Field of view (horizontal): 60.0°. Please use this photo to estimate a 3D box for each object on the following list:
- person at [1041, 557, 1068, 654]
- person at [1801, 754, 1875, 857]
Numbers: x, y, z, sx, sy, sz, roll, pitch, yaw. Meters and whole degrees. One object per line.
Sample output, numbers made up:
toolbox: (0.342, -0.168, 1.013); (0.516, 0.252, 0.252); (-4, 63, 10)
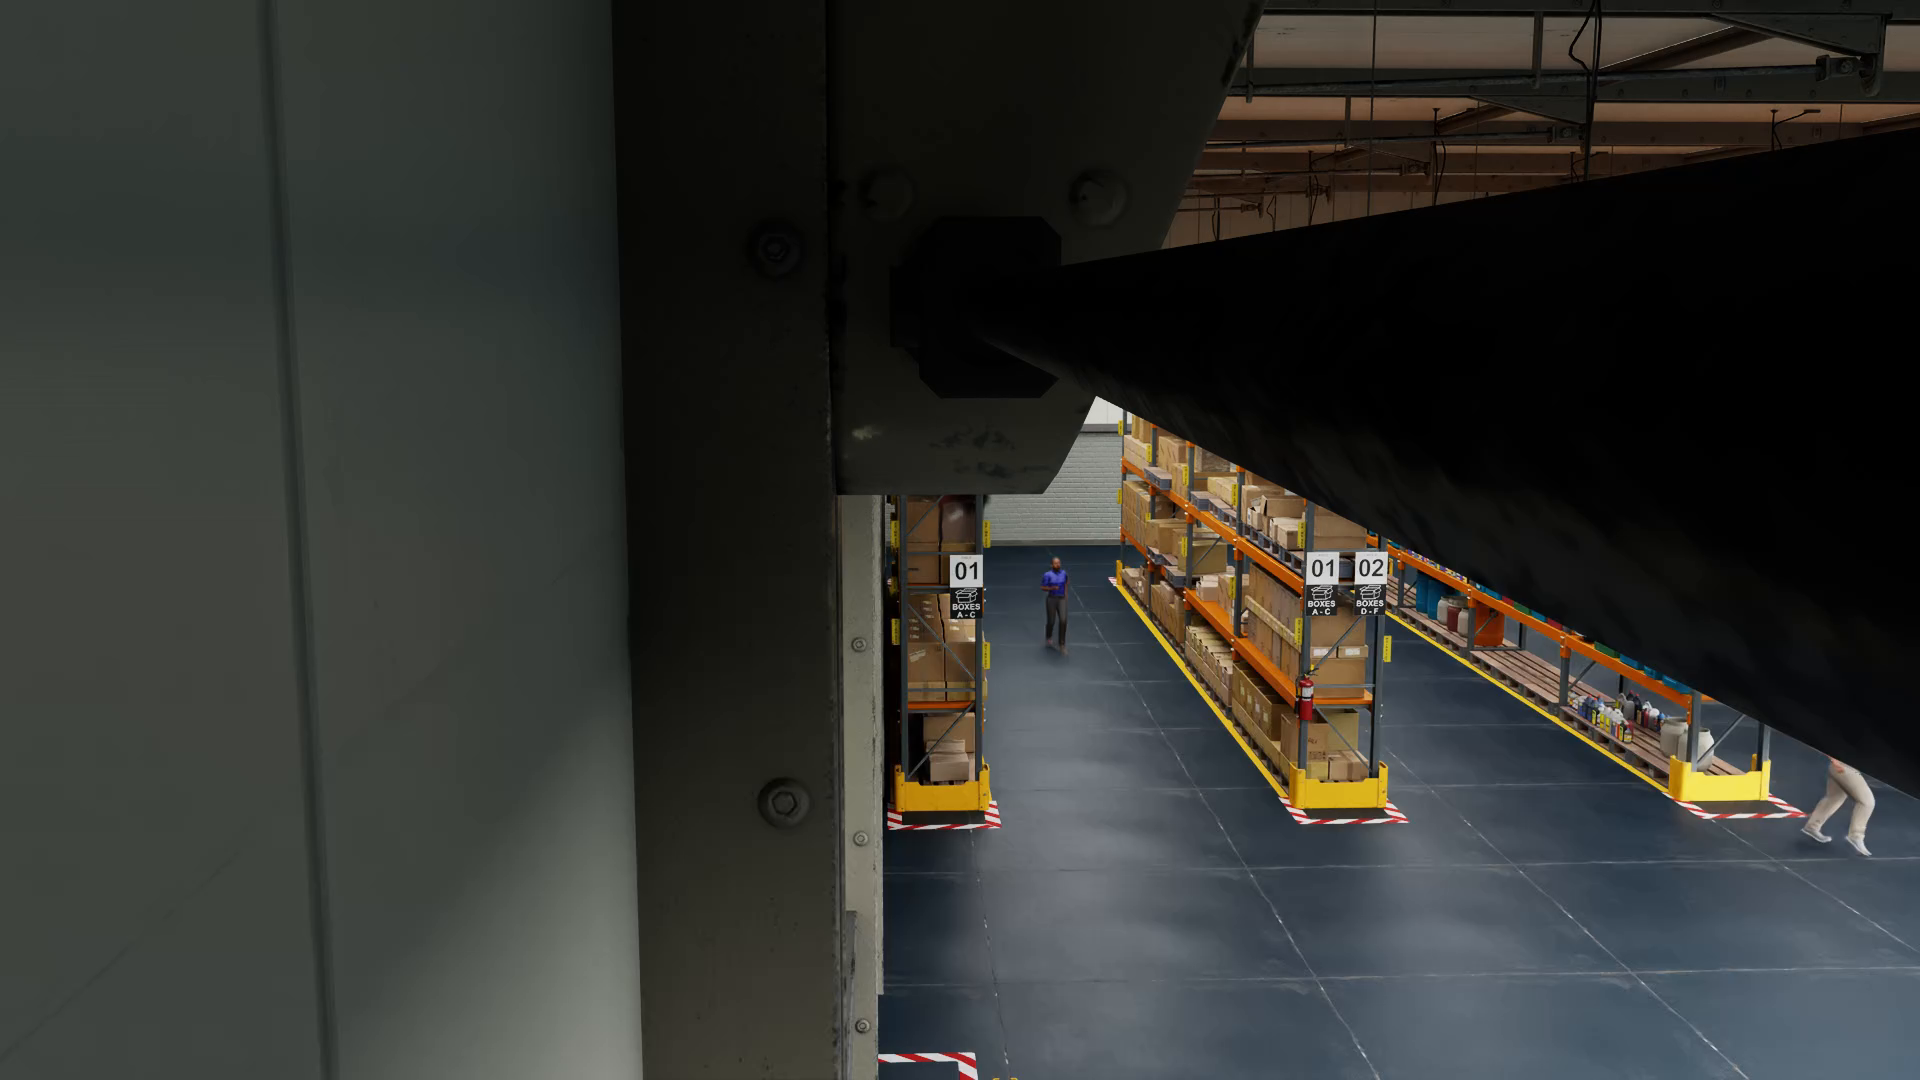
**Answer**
person: (1.705, 1.143, 29.681); (0.564, 1.712, 0.753); (-2, 9, -11)
person: (10.130, 2.682, 19.115); (0.726, 1.773, 0.648); (4, 9, 27)
